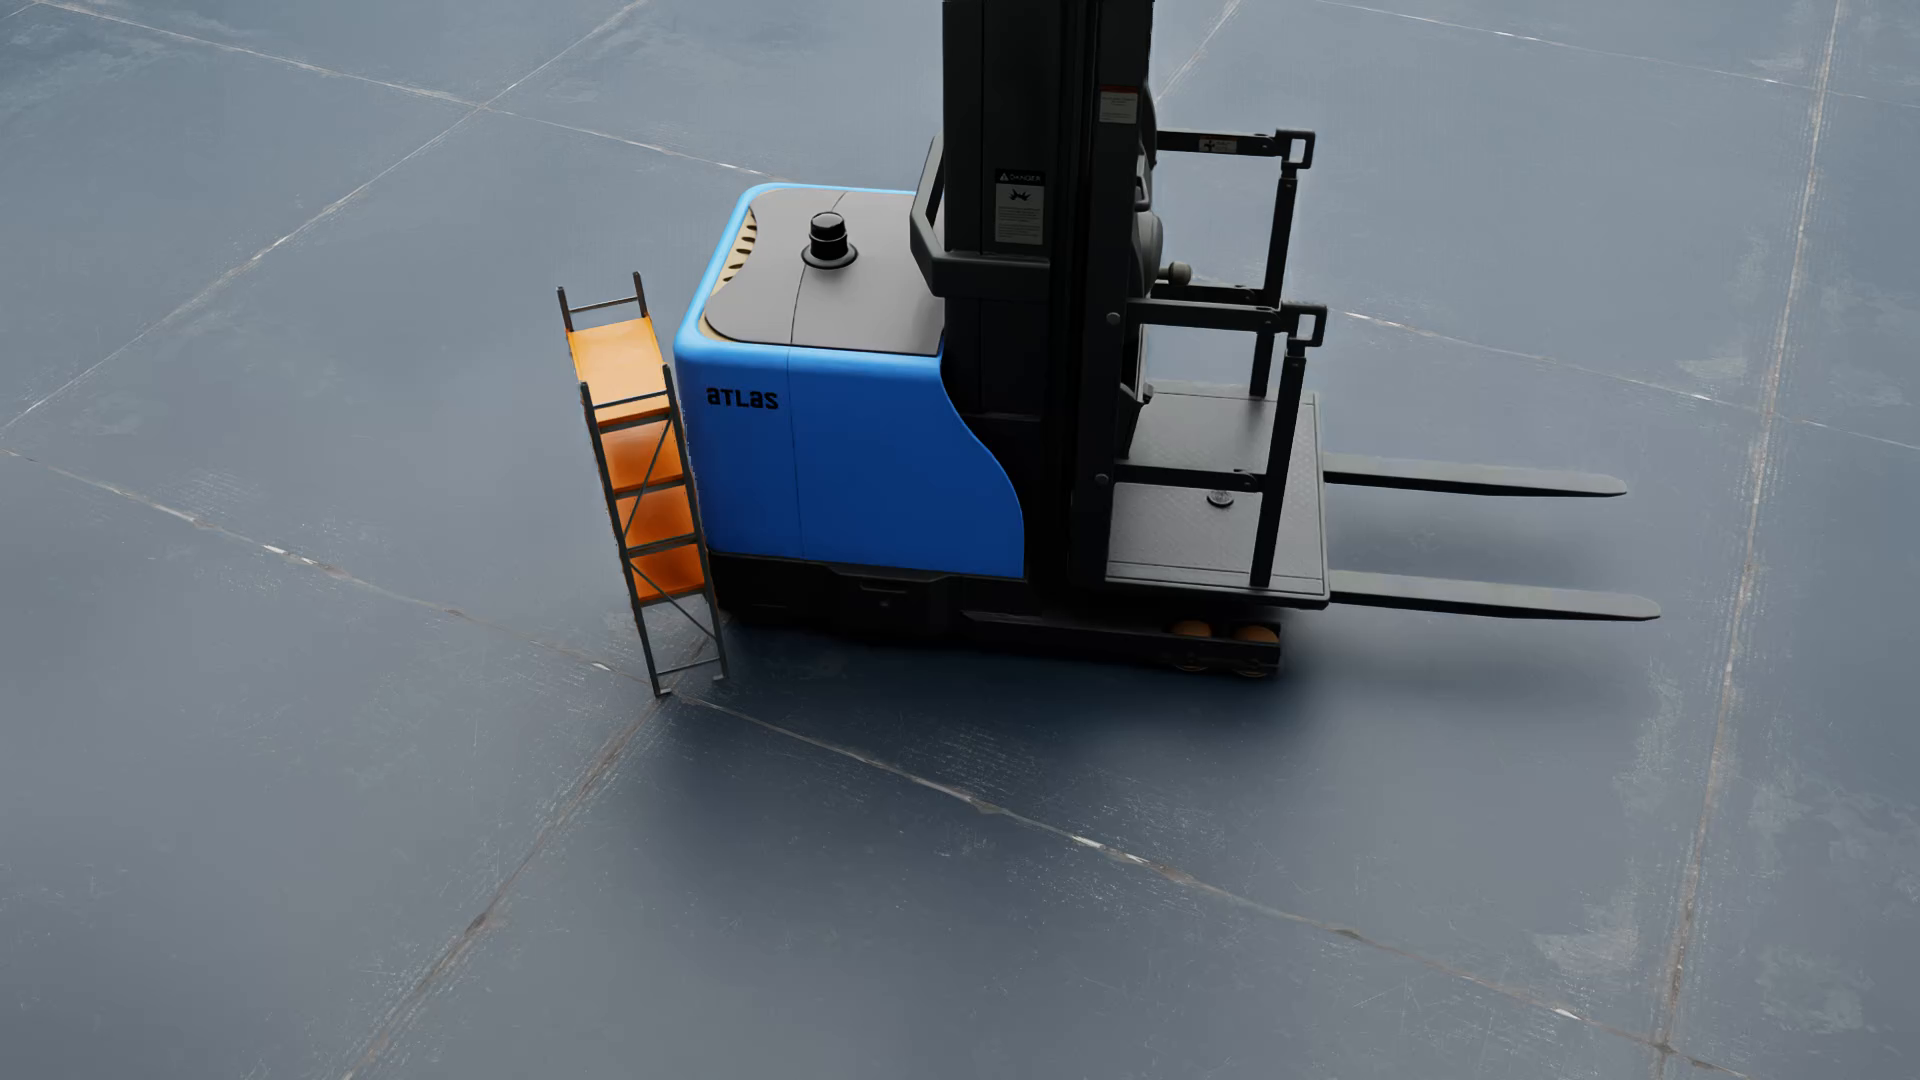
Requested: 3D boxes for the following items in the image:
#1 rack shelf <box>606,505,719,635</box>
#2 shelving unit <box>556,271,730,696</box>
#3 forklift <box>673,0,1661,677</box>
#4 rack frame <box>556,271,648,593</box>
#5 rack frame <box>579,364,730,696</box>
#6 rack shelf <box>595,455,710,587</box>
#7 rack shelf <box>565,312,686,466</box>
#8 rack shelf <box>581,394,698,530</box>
[{"bbox_3d":[-0.927,0.054,5.168,0.258,0.148,0.480,-14,43,-11],"label":"rack shelf"},{"bbox_3d":[-0.939,-0.144,4.991,0.258,1.200,0.503,-14,43,-11],"label":"shelving unit"},{"bbox_3d":[0.710,-1.047,4.720,3.031,2.935,1.130,5,41,6],"label":"forklift"},{"bbox_3d":[-1.012,-0.297,5.167,0.240,1.200,0.015,-14,43,-11],"label":"rack frame"},{"bbox_3d":[-0.865,0.008,4.816,0.240,1.200,0.015,-14,43,-11],"label":"rack frame"},{"bbox_3d":[-0.936,-0.094,5.036,0.258,0.148,0.480,-14,43,-11],"label":"rack shelf"},{"bbox_3d":[-0.955,-0.437,4.730,0.258,0.148,0.480,-14,43,-11],"label":"rack shelf"},{"bbox_3d":[-0.945,-0.261,4.887,0.258,0.148,0.480,-14,43,-11],"label":"rack shelf"}]
